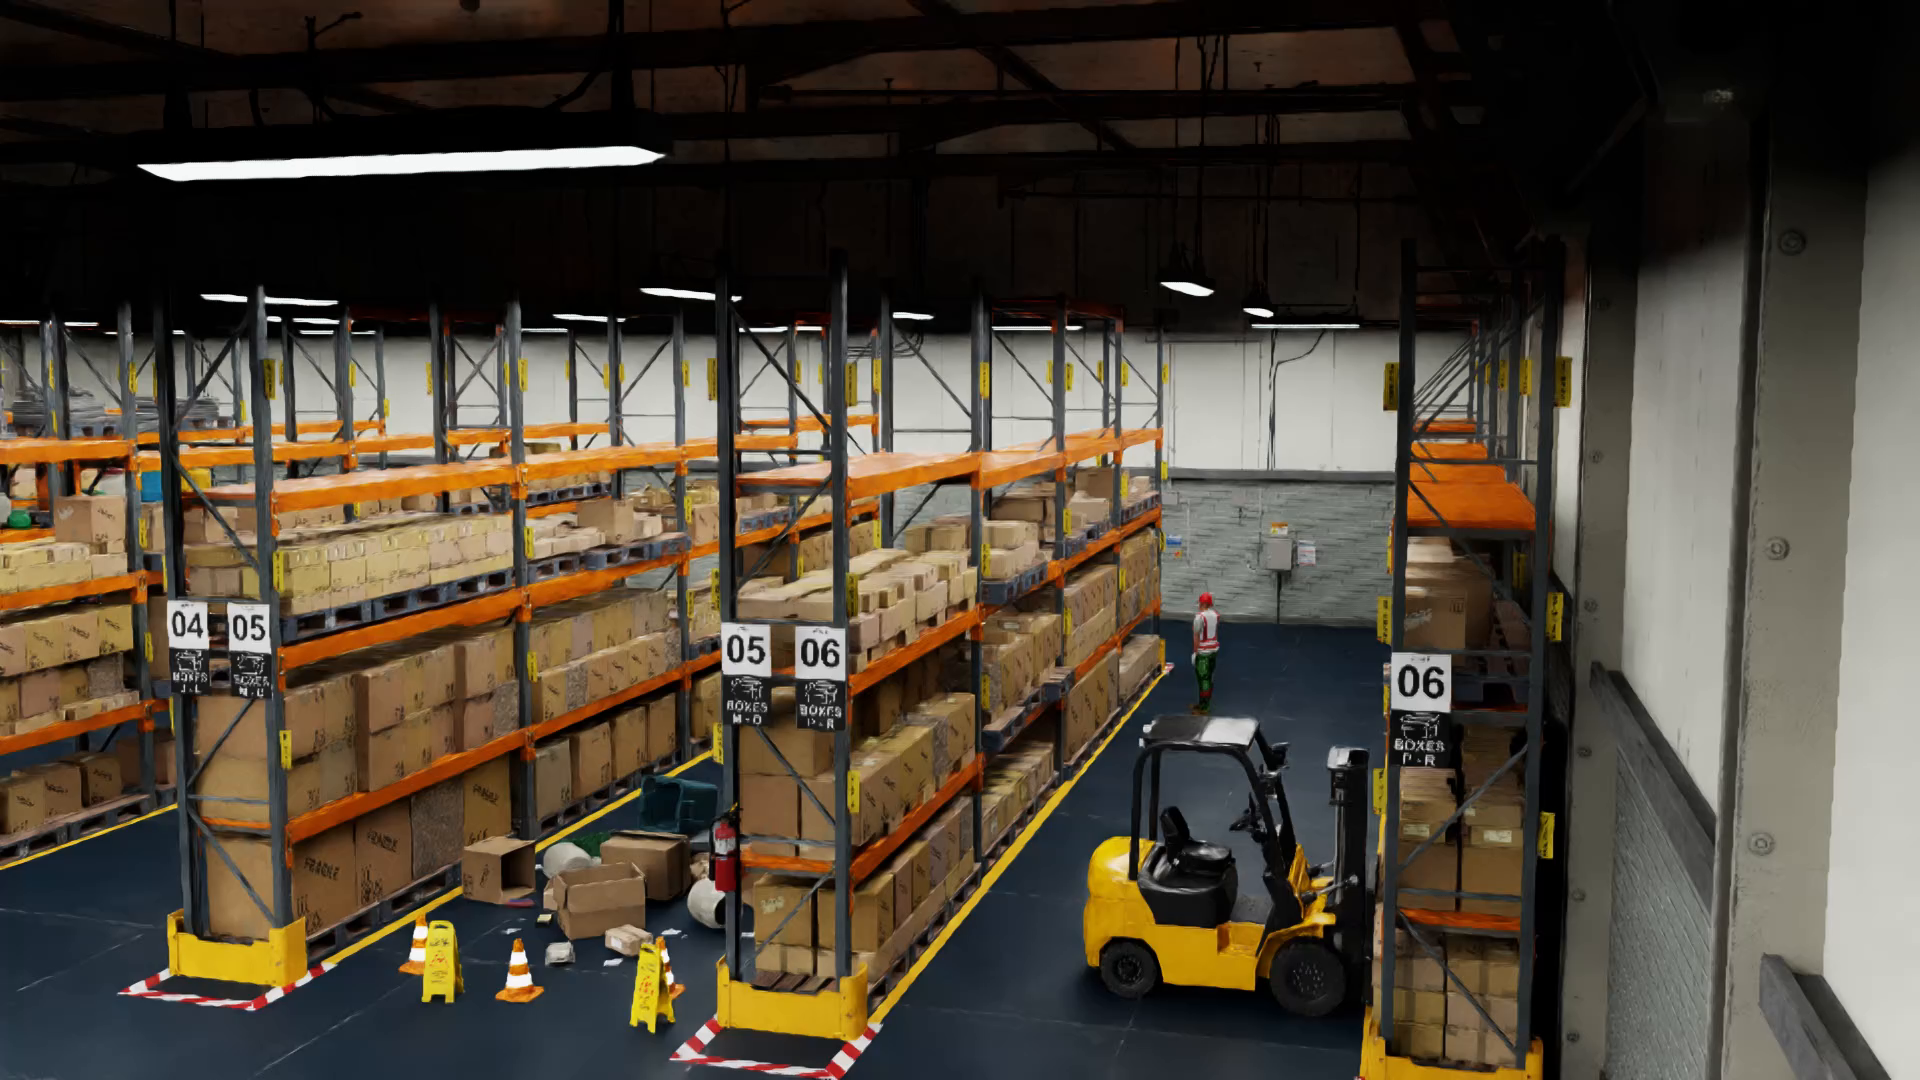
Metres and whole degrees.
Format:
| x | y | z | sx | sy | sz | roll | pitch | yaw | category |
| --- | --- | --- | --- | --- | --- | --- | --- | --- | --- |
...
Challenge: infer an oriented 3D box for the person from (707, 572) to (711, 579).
| x | y | z | sx | sy | sz | roll | pitch | yaw | category |
| --- | --- | --- | --- | --- | --- | --- | --- | --- | --- |
| -4.160 | 1.362 | 28.117 | 0.544 | 1.641 | 1.106 | 1 | 6 | 13 | person |

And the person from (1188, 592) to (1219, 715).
| x | y | z | sx | sy | sz | roll | pitch | yaw | category |
| --- | --- | --- | --- | --- | --- | --- | --- | --- | --- |
| 3.570 | 1.660 | 24.617 | 0.487 | 1.786 | 0.608 | 6 | 8 | 44 | person |
